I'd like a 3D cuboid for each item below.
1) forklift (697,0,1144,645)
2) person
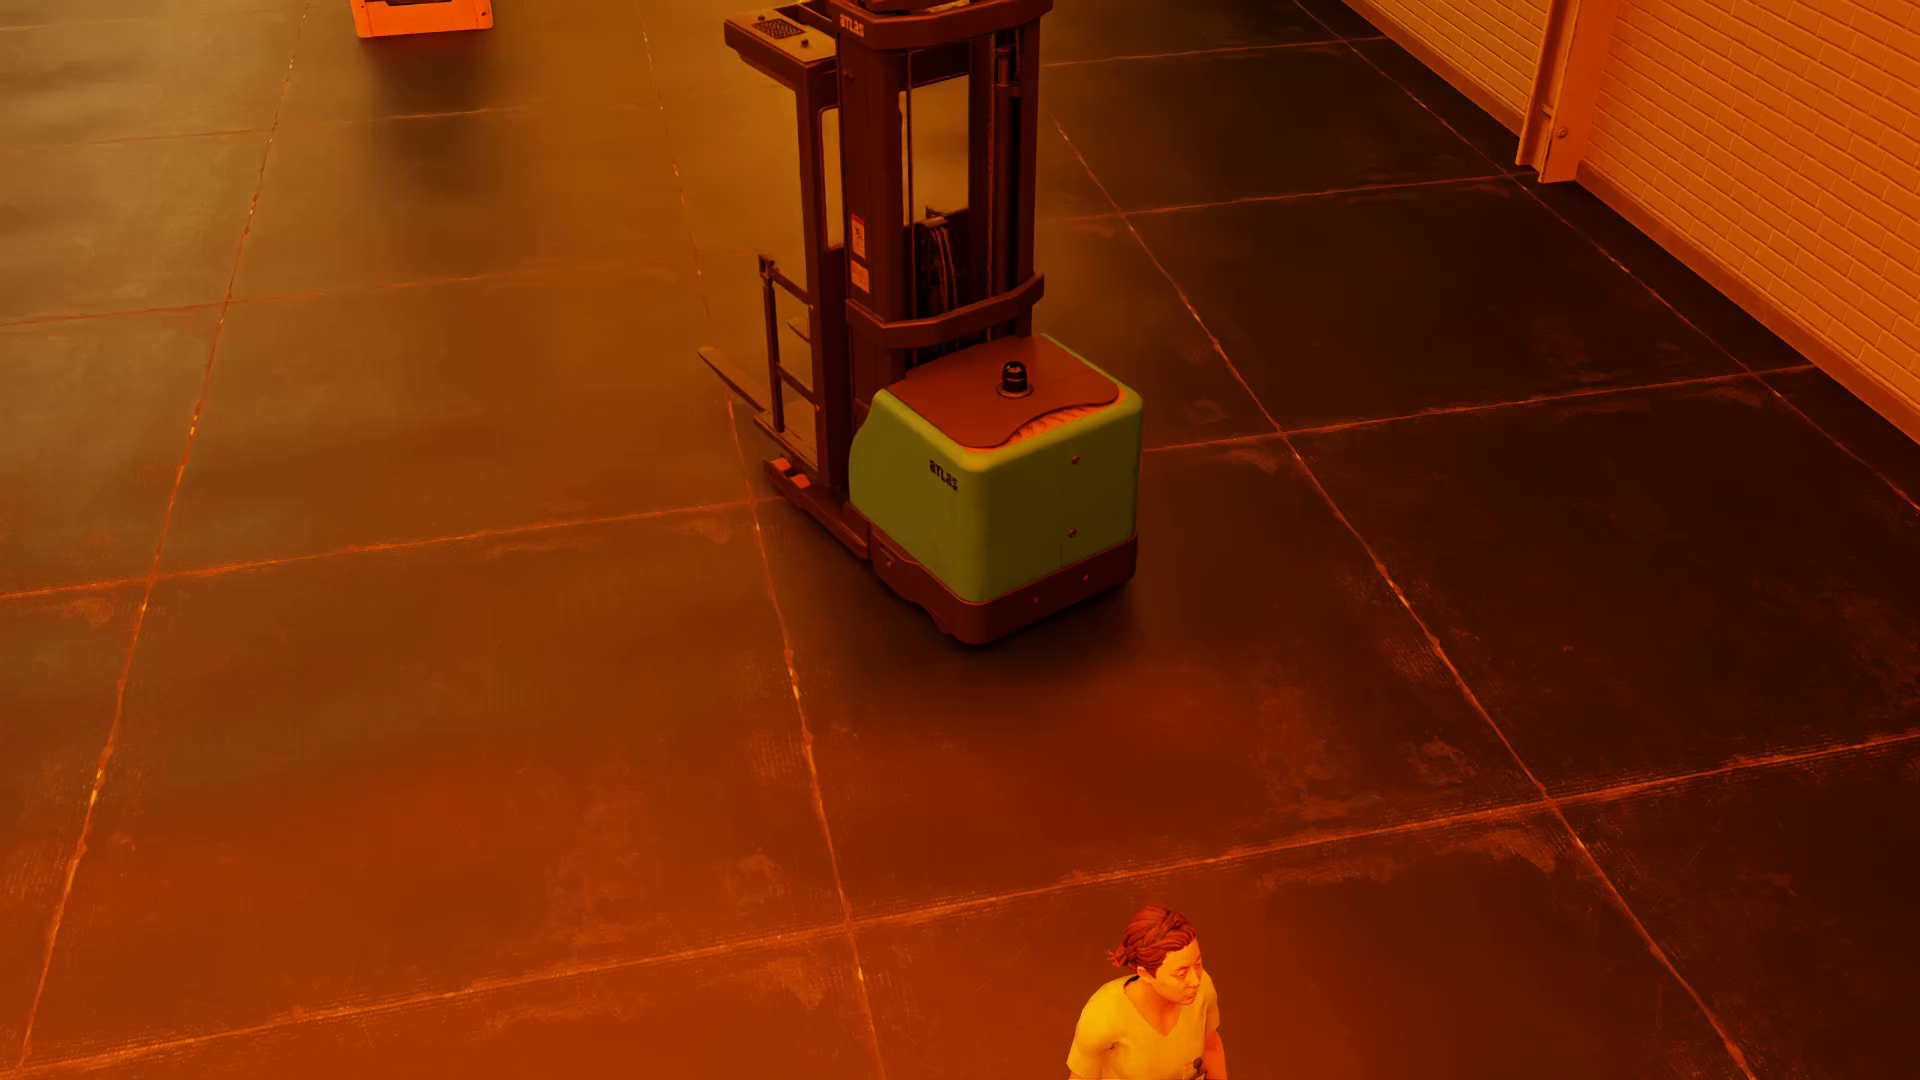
[{"bbox_3d":[-0.394,-1.516,8.157,1.130,2.935,3.031,-22,41,-28],"label":"forklift"},{"bbox_3d":[0.556,1.737,4.699,0.550,1.676,0.550,-18,39,-23],"label":"person"}]
